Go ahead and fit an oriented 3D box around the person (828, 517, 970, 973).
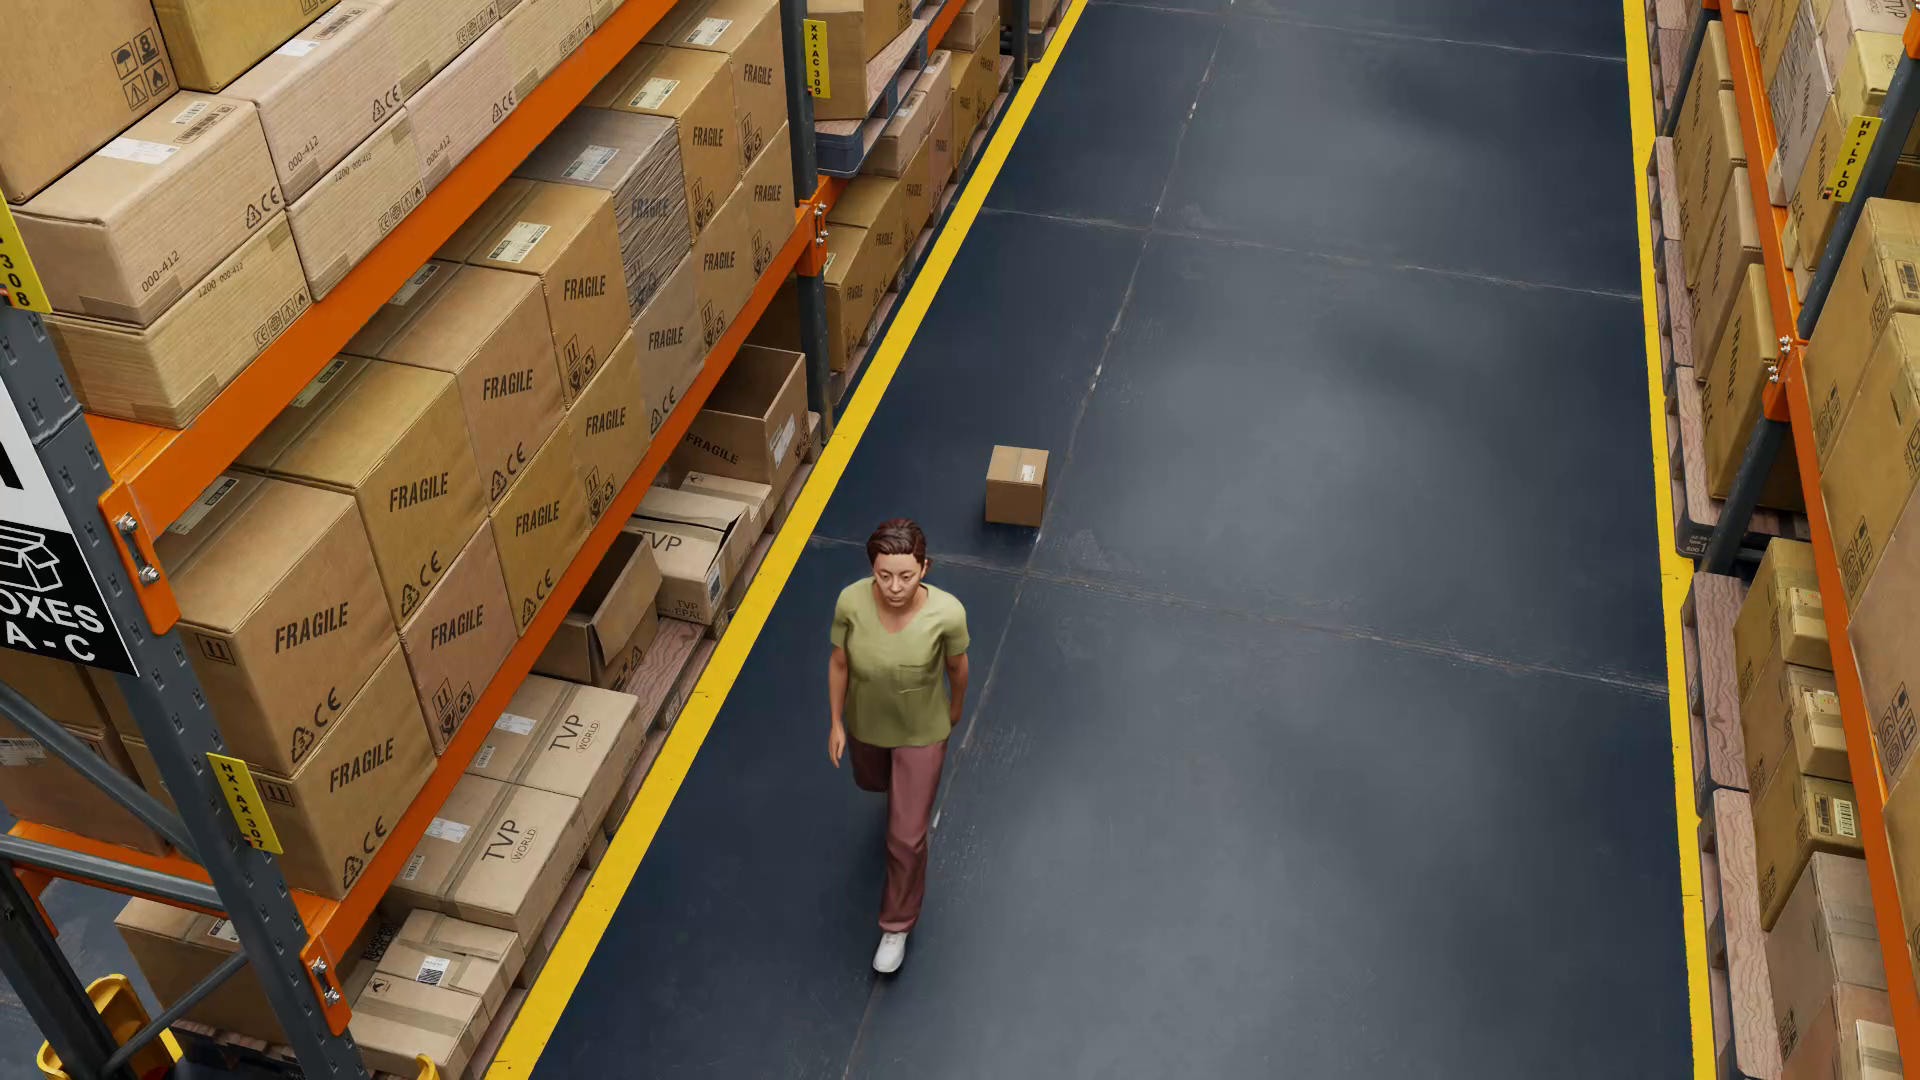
[{"bbox_3d":[-0.200,0.573,5.497,0.441,1.626,0.968,10,42,11],"label":"person"}]
